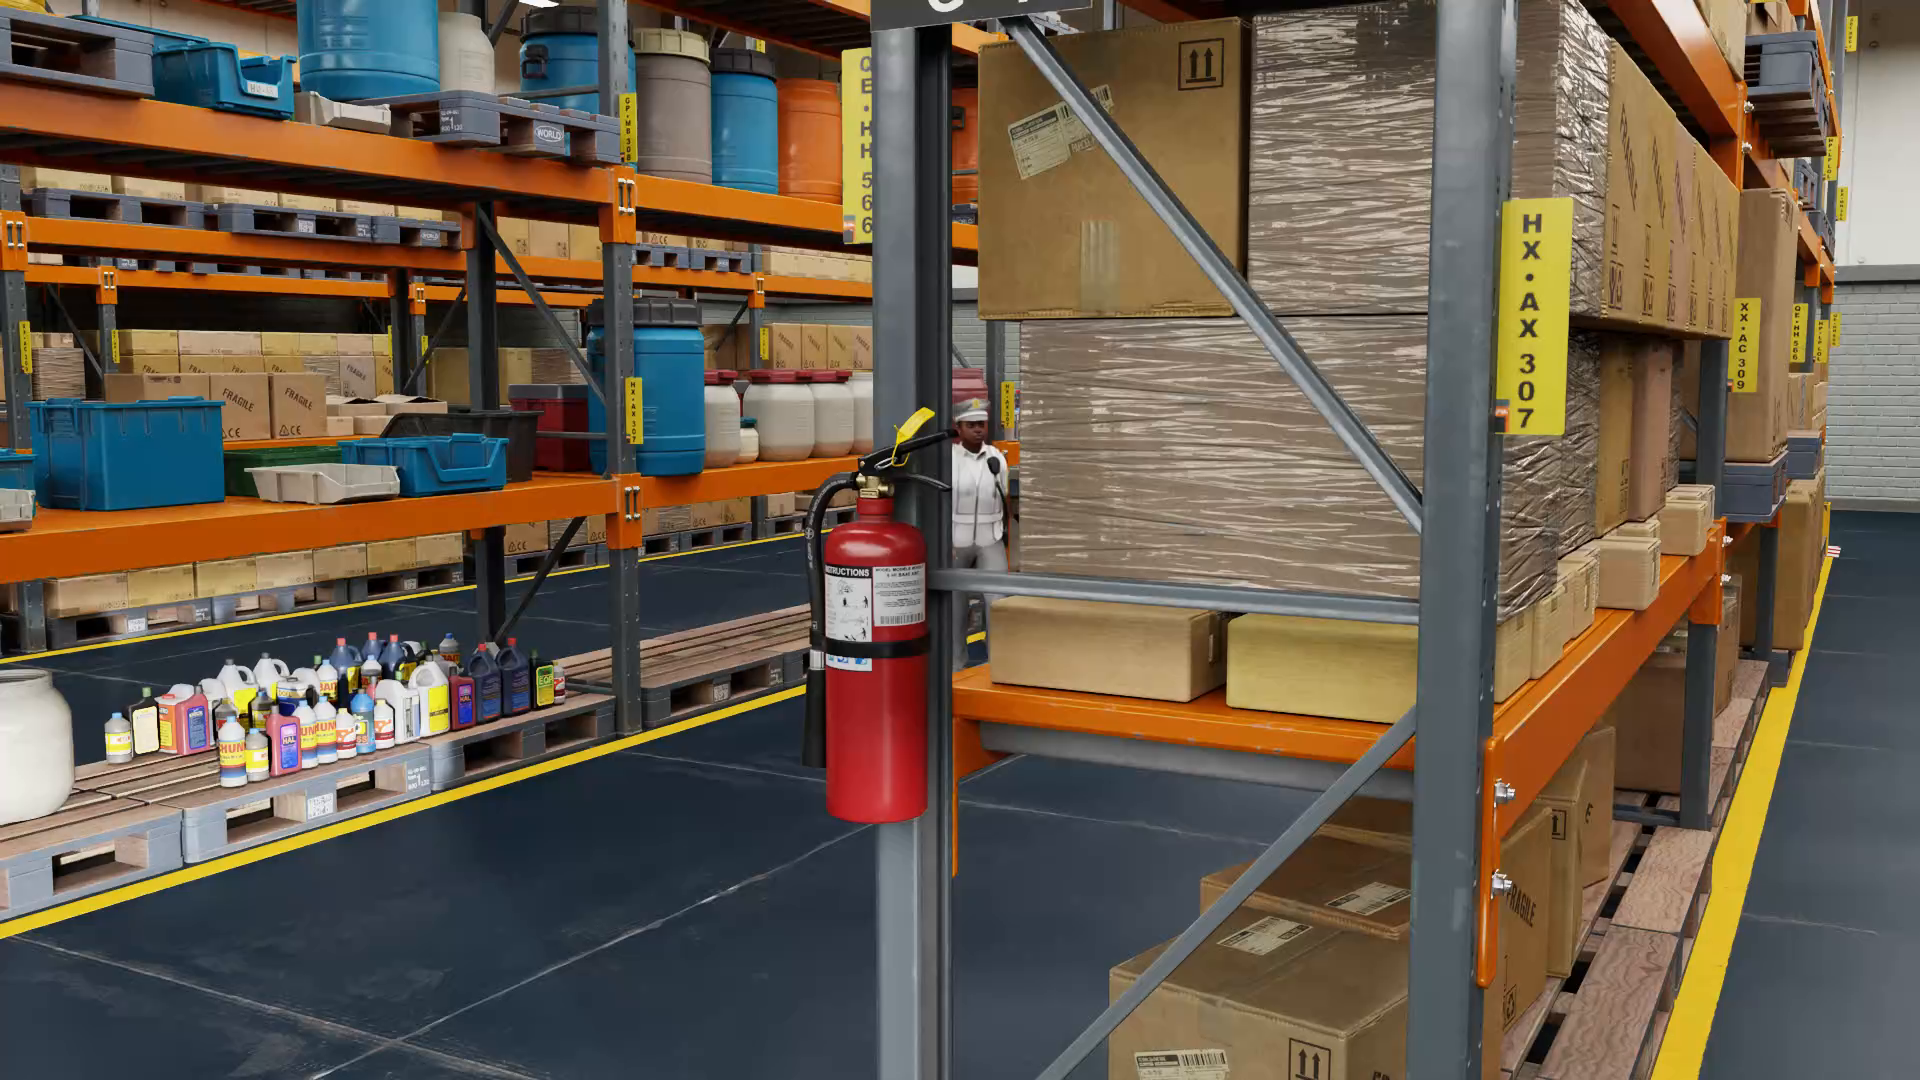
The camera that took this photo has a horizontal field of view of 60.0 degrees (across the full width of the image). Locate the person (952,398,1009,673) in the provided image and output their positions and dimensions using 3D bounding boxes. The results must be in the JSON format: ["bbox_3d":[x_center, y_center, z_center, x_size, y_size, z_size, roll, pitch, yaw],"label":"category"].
[{"bbox_3d":[0.076,0.046,9.232,0.460,1.664,0.902,-1,6,-9],"label":"person"}]
